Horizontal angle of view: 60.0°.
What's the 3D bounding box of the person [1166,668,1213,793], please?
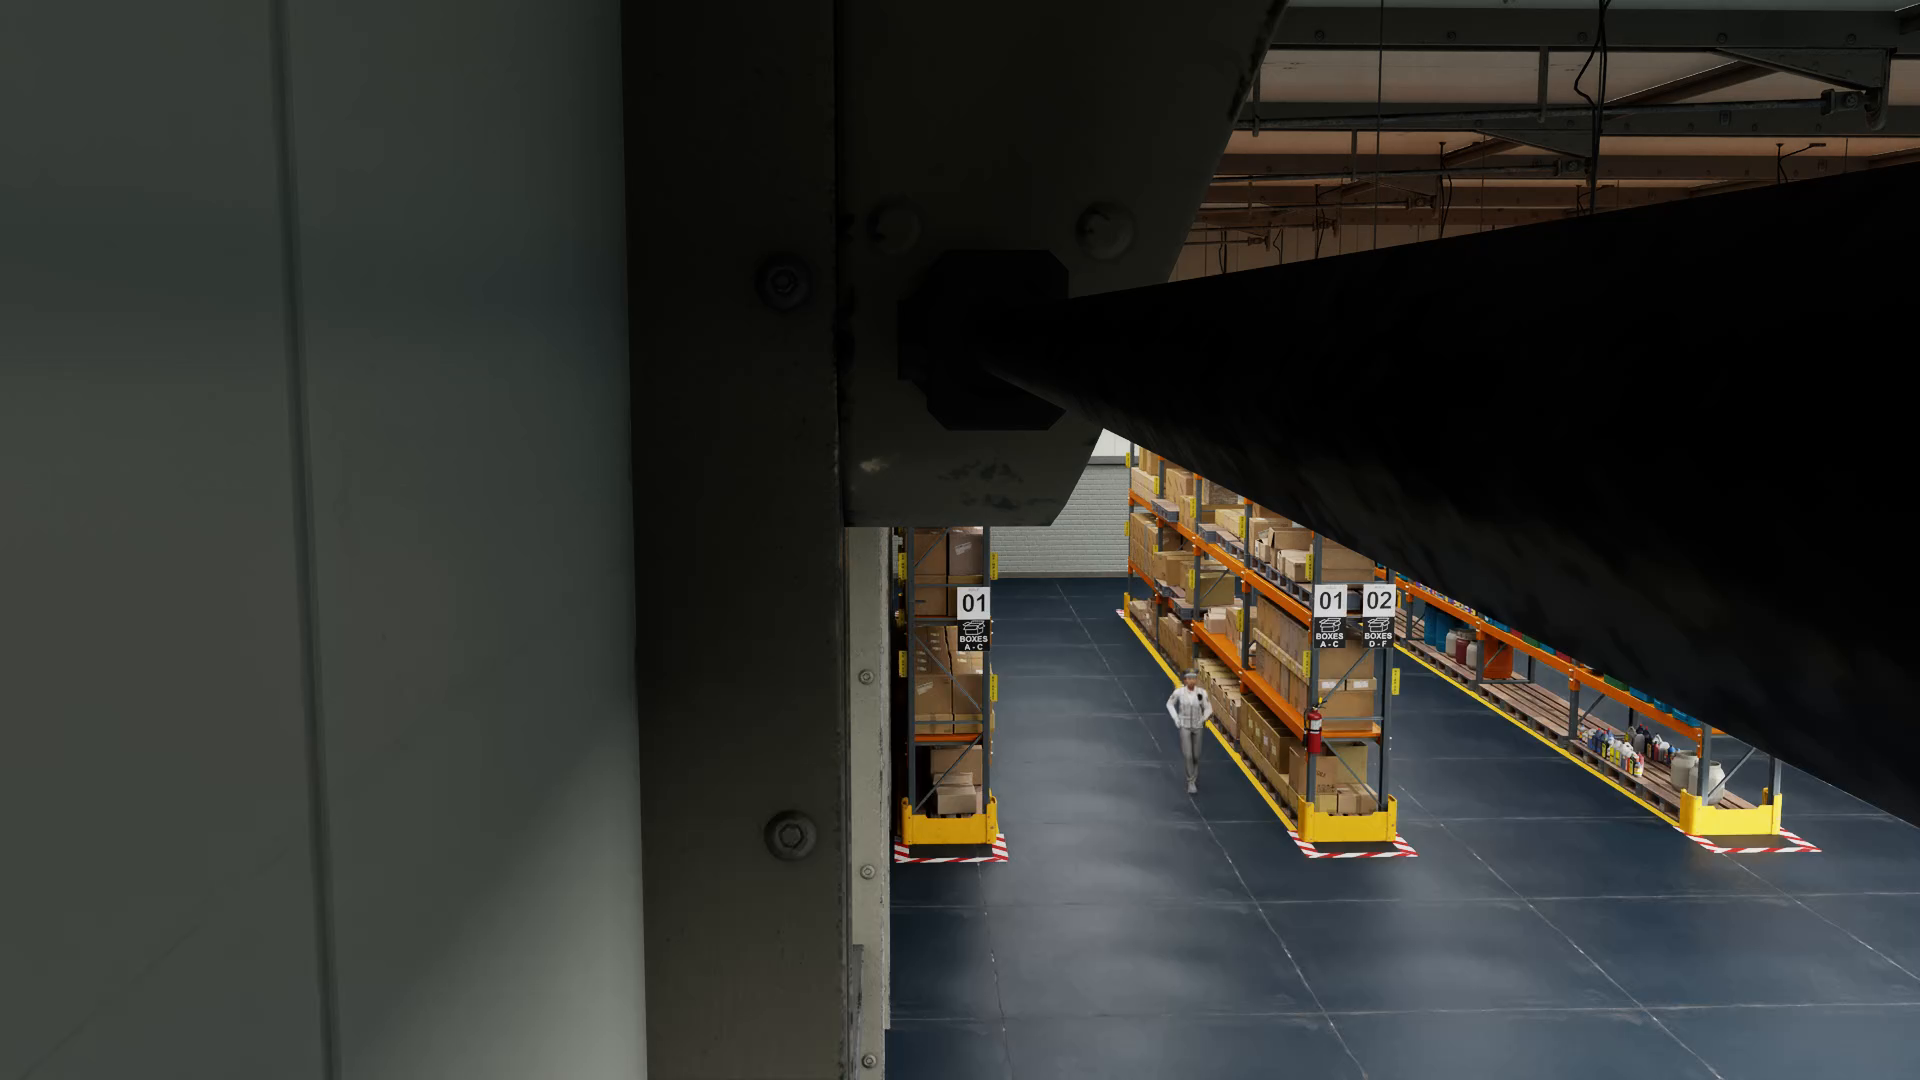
[{"bbox_3d":[3.160,2.576,22.865,0.627,1.677,0.766,0,7,1],"label":"person"}]
